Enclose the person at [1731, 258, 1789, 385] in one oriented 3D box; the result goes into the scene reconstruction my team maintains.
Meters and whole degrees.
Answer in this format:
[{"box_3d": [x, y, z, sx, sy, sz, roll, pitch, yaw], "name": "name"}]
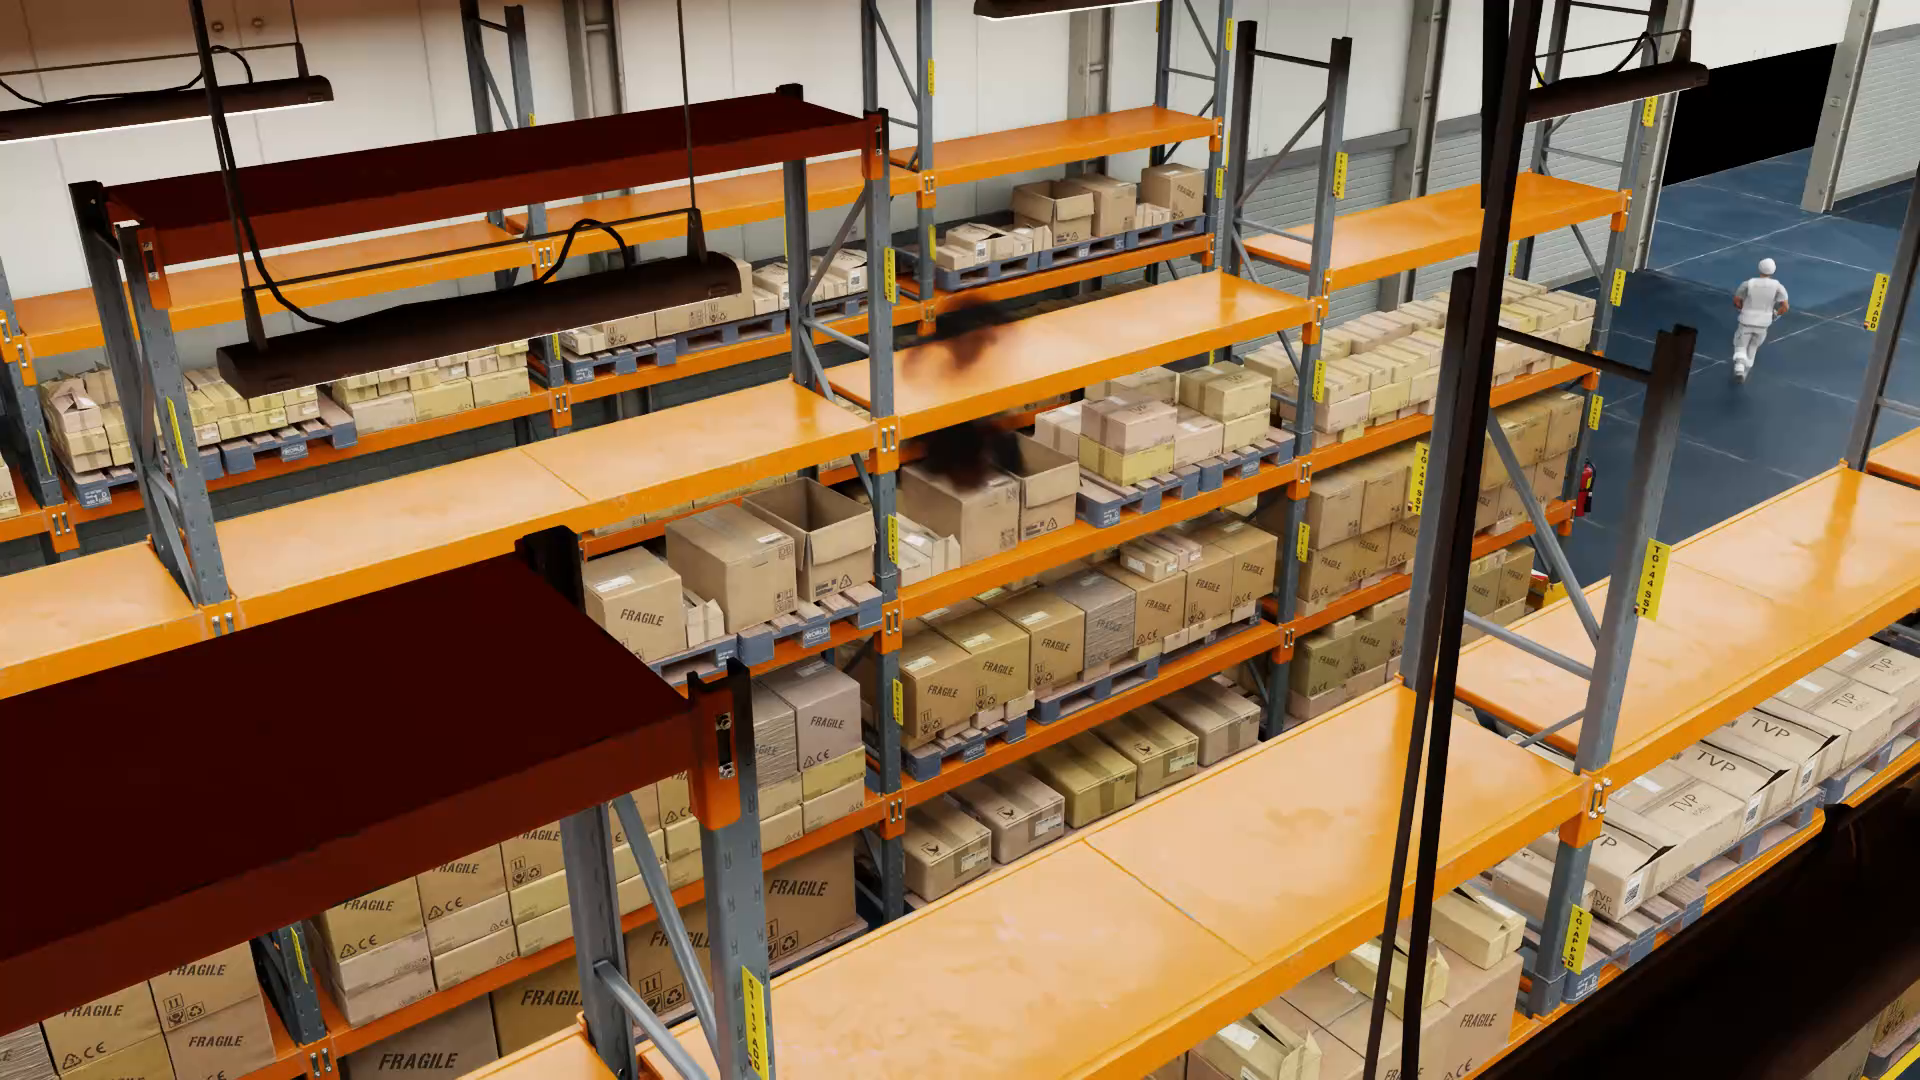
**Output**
[{"box_3d": [10.478, -2.840, 21.909, 0.667, 1.767, 0.740, 9, 27, 17], "name": "person"}]
